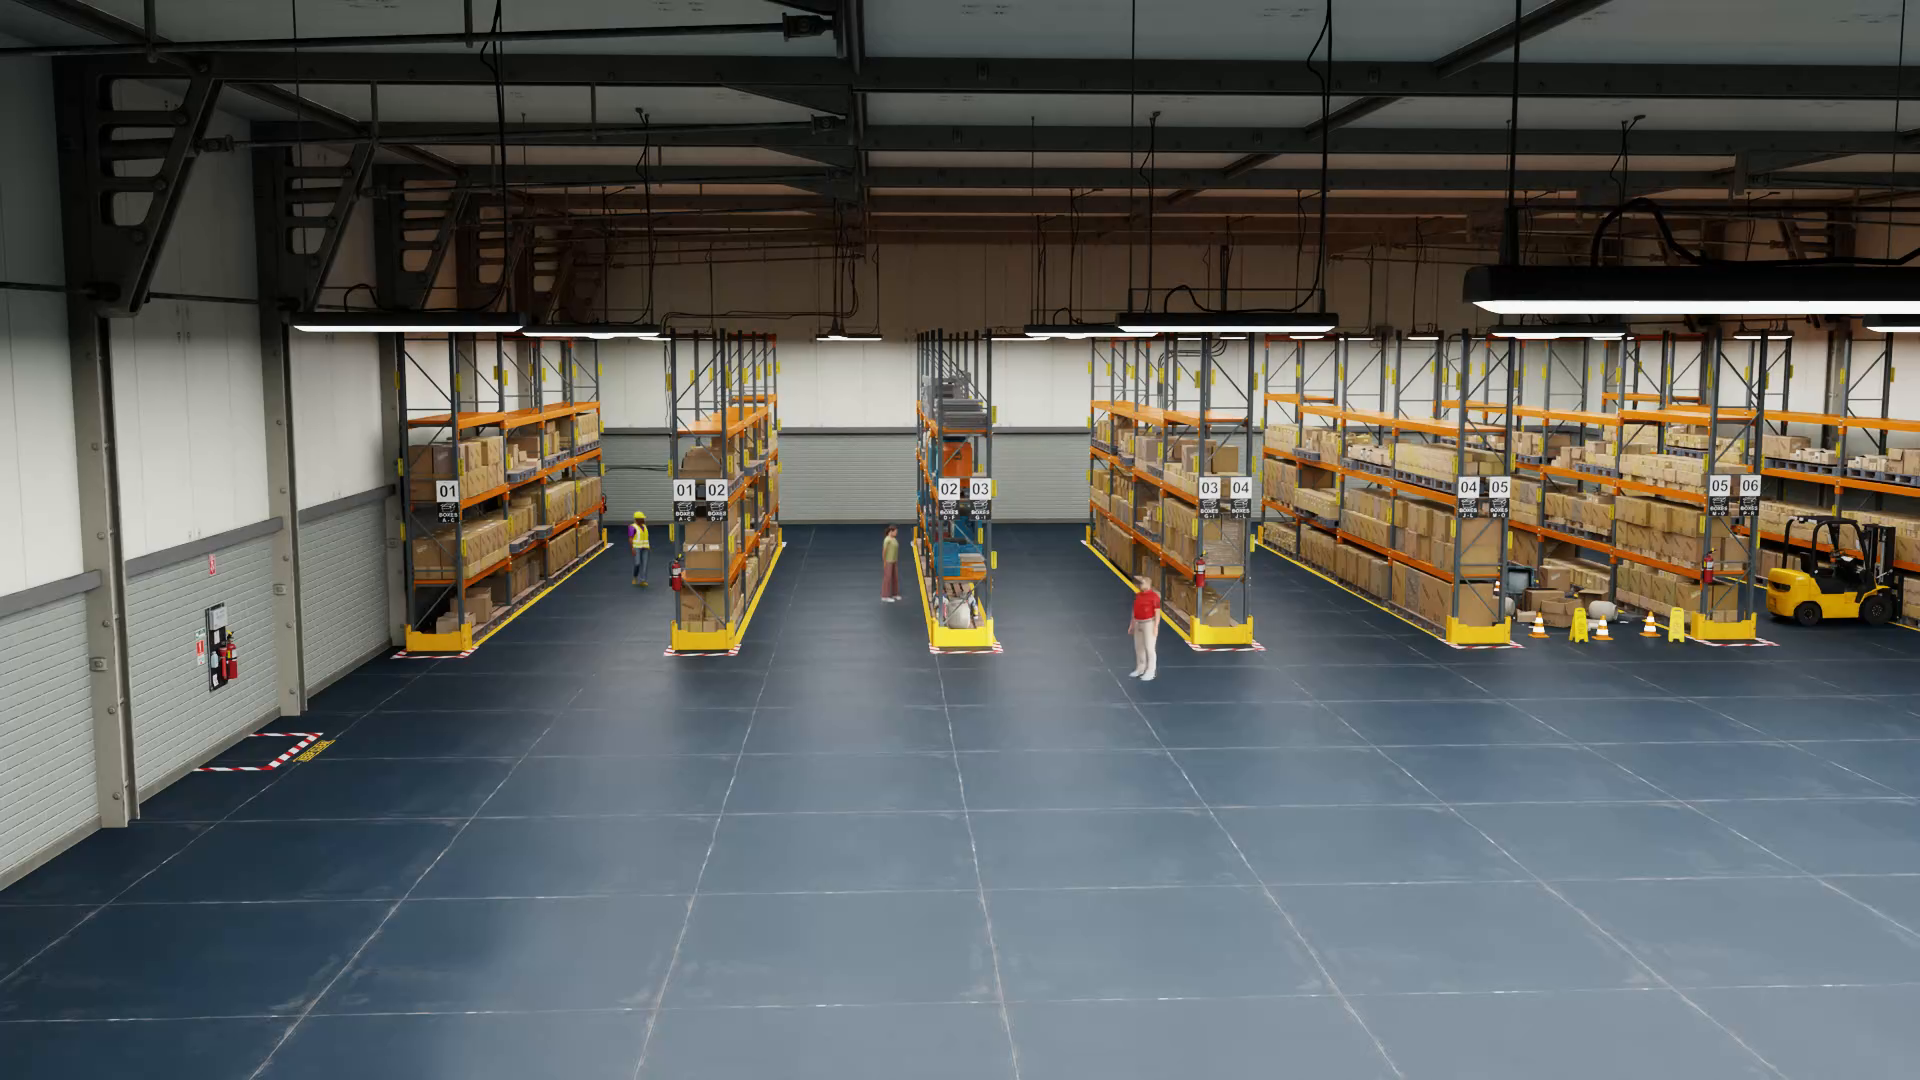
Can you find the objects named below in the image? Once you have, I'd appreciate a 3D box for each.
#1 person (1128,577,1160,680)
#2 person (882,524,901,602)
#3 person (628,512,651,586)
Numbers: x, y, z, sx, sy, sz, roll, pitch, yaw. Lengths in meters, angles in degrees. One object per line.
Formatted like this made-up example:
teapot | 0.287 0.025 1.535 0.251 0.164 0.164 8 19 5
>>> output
person | 3.137 1.507 28.601 0.418 1.747 0.571 -5 9 -38
person | -1.501 0.497 36.486 0.380 1.676 0.527 3 7 25
person | -7.557 0.209 39.370 0.600 1.766 0.498 -5 8 -36
